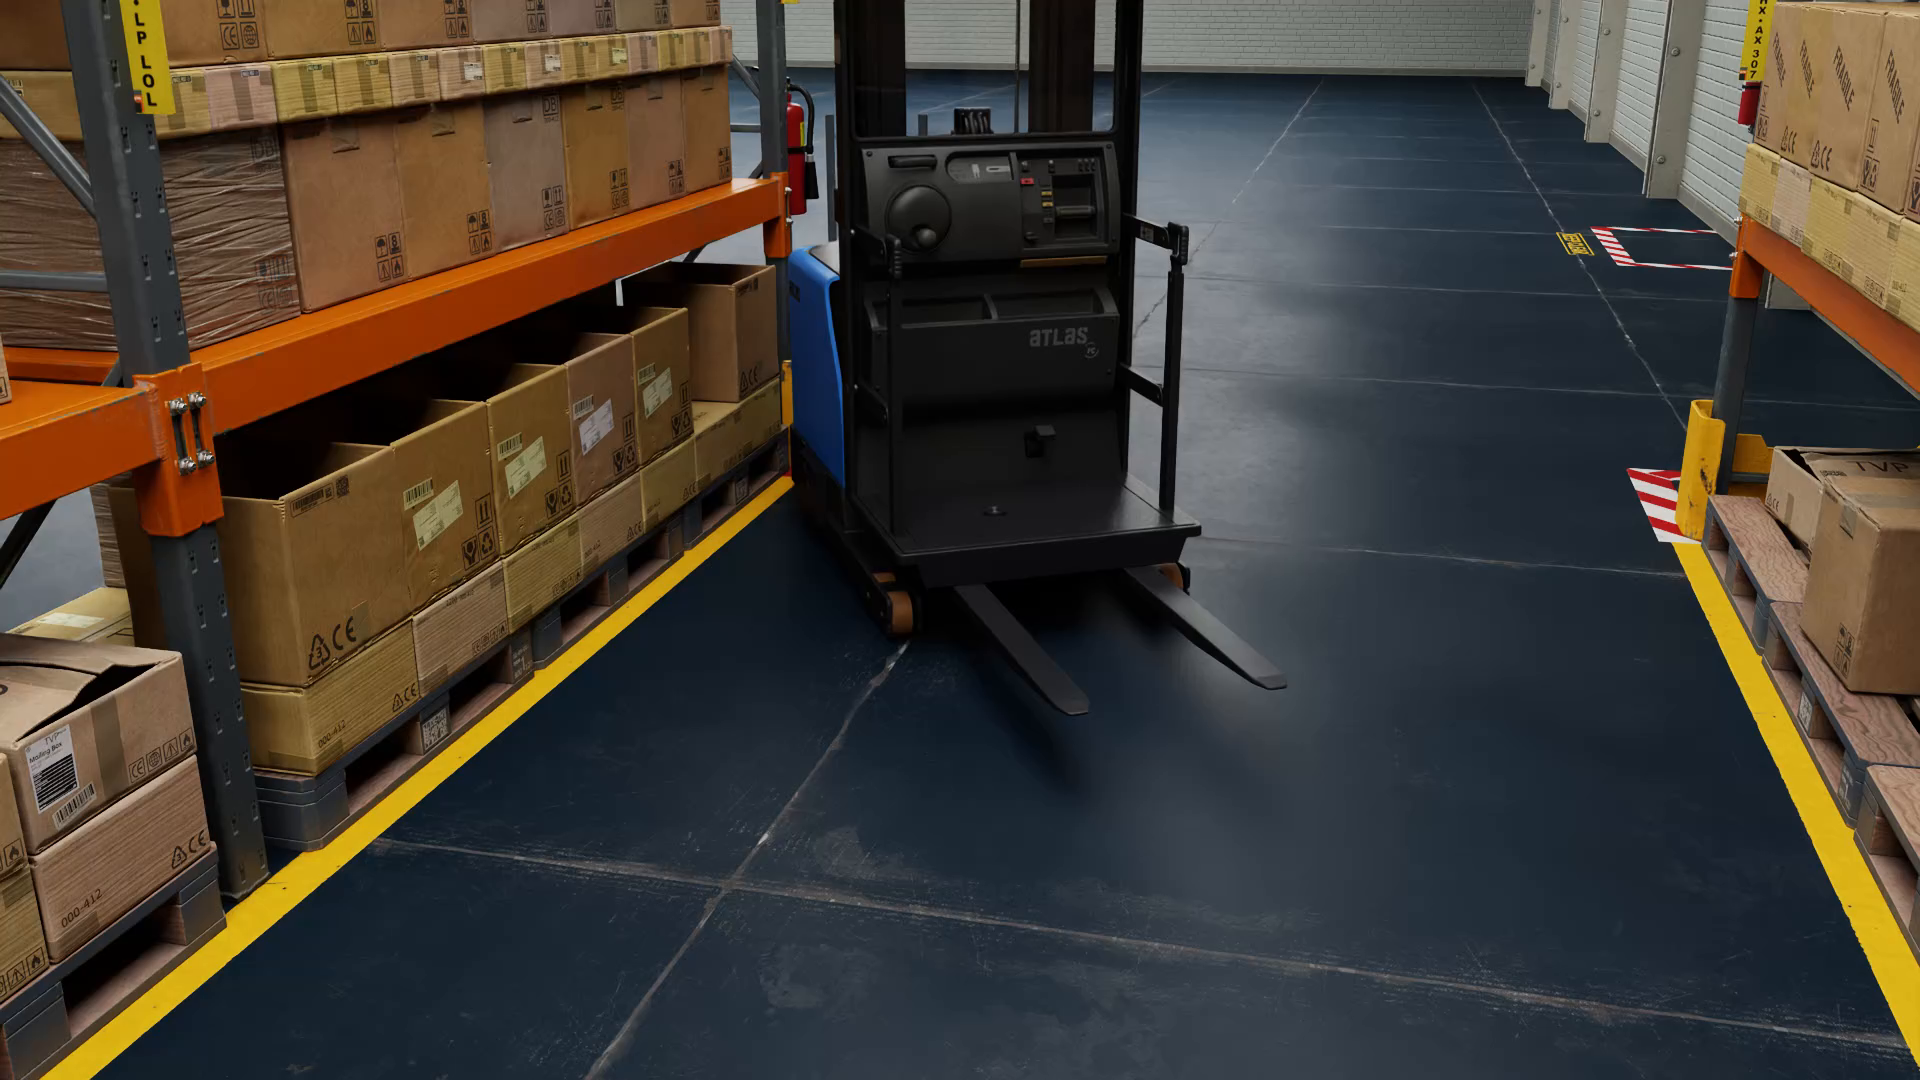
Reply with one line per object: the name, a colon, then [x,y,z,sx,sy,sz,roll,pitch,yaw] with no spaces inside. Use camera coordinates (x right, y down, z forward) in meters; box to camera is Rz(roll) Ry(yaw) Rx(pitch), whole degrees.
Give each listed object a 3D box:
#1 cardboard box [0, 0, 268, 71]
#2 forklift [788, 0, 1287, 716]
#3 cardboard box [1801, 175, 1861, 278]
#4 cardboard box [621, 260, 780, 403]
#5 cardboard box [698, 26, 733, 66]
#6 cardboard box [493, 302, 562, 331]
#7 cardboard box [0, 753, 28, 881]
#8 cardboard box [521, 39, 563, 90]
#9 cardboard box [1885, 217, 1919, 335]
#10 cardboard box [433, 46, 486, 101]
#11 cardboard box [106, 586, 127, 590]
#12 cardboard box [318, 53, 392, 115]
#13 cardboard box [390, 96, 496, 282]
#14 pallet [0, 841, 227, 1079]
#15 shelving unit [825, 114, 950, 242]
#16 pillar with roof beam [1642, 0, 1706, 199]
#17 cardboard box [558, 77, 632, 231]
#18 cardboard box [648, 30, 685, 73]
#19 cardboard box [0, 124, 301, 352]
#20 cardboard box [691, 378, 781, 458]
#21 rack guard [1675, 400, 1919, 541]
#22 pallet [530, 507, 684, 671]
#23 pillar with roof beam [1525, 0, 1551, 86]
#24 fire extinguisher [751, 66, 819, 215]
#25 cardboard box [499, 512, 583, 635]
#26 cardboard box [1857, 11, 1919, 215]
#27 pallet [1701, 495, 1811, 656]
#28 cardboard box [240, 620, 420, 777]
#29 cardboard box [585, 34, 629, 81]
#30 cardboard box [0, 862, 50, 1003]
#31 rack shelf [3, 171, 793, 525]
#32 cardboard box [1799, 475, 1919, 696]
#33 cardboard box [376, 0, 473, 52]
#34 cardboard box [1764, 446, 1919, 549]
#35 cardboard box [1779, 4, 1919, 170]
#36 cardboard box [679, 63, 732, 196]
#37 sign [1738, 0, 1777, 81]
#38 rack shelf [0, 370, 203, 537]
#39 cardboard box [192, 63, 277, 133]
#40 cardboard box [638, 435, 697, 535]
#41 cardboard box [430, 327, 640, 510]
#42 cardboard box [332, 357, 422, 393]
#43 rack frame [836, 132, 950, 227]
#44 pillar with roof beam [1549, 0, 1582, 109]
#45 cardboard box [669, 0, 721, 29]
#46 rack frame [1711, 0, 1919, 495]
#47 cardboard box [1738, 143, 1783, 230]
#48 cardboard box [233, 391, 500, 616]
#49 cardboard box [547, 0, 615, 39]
cardboard box: [-2.135,-1.388,3.950,0.700,0.500,0.500,5,19,14]
forklift: [0.181,-1.194,5.648,1.130,2.935,3.031,-6,20,-16]
cardboard box: [2.874,-0.939,4.997,0.500,0.250,0.500,4,19,13]
cardboard box: [-1.102,-0.902,7.132,0.500,0.500,0.500,5,19,13]
cardboard box: [-1.168,-2.061,6.922,0.380,0.149,0.250,4,19,12]
cardboard box: [-1.836,-0.629,6.332,0.500,0.500,0.500,5,19,13]
cardboard box: [-2.179,0.563,3.136,0.500,0.311,0.500,5,20,15]
cardboard box: [-1.545,-1.574,5.498,0.380,0.149,0.250,4,19,13]
cardboard box: [2.627,-0.623,4.072,0.500,0.250,0.500,5,19,13]
cardboard box: [-1.673,-1.415,5.032,0.380,0.149,0.250,4,19,12]
cardboard box: [-2.204,0.196,5.076,0.500,0.250,0.500,5,19,13]
cardboard box: [-1.798,-1.253,4.557,0.380,0.149,0.250,4,19,13]
cardboard box: [-1.886,-1.097,5.105,0.700,0.500,0.500,5,19,14]
pallet: [-2.379,0.966,3.533,1.003,0.211,1.213,5,19,13]
shelving unit: [-0.347,-1.211,7.914,0.587,1.500,1.083,-2,19,-7]
pillar with roof beam: [2.970,-8.104,16.491,9.100,9.000,0.400,5,19,13]
cardboard box: [-1.637,-1.423,6.059,0.700,0.500,0.500,5,19,14]
cardboard box: [-1.293,-1.899,6.447,0.380,0.149,0.250,4,19,13]
cardboard box: [-2.135,-0.775,4.160,0.700,0.500,0.500,4,19,12]
cardboard box: [-1.104,-0.547,7.254,0.500,0.250,0.500,5,19,13]
rack guard: [3.526,-0.245,6.630,1.175,0.500,0.348,5,19,13]
pallet: [-1.706,0.102,6.061,1.003,0.211,1.213,5,19,13]
pillar with roof beam: [7.368,-13.746,33.009,9.100,9.000,0.400,5,19,13]
fire extinguisher: [-0.780,-1.805,7.451,0.296,0.674,0.183,5,19,13]
cardboard box: [-1.575,0.081,5.415,0.500,0.250,0.500,5,19,13]
cardboard box: [2.759,-1.140,4.427,0.500,0.500,0.500,5,20,15]
pallet: [3.293,0.144,5.940,1.003,0.211,1.213,5,19,13]
cardboard box: [-1.830,0.393,4.499,0.500,0.250,0.500,5,19,13]
cardboard box: [-1.421,-1.738,5.976,0.380,0.149,0.250,5,20,15]
cardboard box: [-2.183,0.826,3.233,0.500,0.250,0.500,4,19,13]
rack shelf: [-1.748,-0.874,5.719,1.077,0.370,4.000,5,19,13]
cardboard box: [2.921,0.138,4.830,0.700,0.500,0.500,3,19,10]
cardboard box: [-1.890,-1.704,4.873,0.700,0.500,0.500,5,19,13]
cardboard box: [3.288,-0.177,6.045,0.500,0.311,0.500,2,19,7]
cardboard box: [3.006,-1.465,5.376,0.500,0.500,0.500,5,19,14]
cardboard box: [-1.386,-1.743,6.996,0.700,0.500,0.500,5,19,13]
sign: [3.019,-1.904,6.281,0.100,0.325,0.005,5,19,13]
rack shelf: [-2.726,0.380,2.048,1.077,0.370,4.000,5,19,13]
cardboard box: [-1.922,-1.090,4.078,0.380,0.149,0.250,5,19,14]
cardboard box: [-1.335,-0.233,6.333,0.500,0.250,0.500,5,19,13]
cardboard box: [-1.456,-0.431,5.753,0.500,0.500,0.500,5,19,13]
cardboard box: [-2.084,-0.315,5.415,0.500,0.500,0.500,5,19,13]
rack frame: [-0.285,-1.051,7.445,0.500,1.500,0.032,-2,19,-7]
pillar with roof beam: [5.902,-11.865,27.503,9.100,9.000,0.400,5,19,13]
cardboard box: [-1.399,-2.341,6.738,0.700,0.500,0.500,5,19,14]
rack frame: [3.545,-1.451,6.296,1.000,3.000,0.127,5,19,13]
cardboard box: [3.118,-1.262,5.943,0.500,0.250,0.500,4,19,12]
cardboard box: [-1.706,-0.118,4.836,0.500,0.500,0.500,5,19,13]
cardboard box: [-1.645,-2.017,5.791,0.700,0.500,0.500,5,19,14]
